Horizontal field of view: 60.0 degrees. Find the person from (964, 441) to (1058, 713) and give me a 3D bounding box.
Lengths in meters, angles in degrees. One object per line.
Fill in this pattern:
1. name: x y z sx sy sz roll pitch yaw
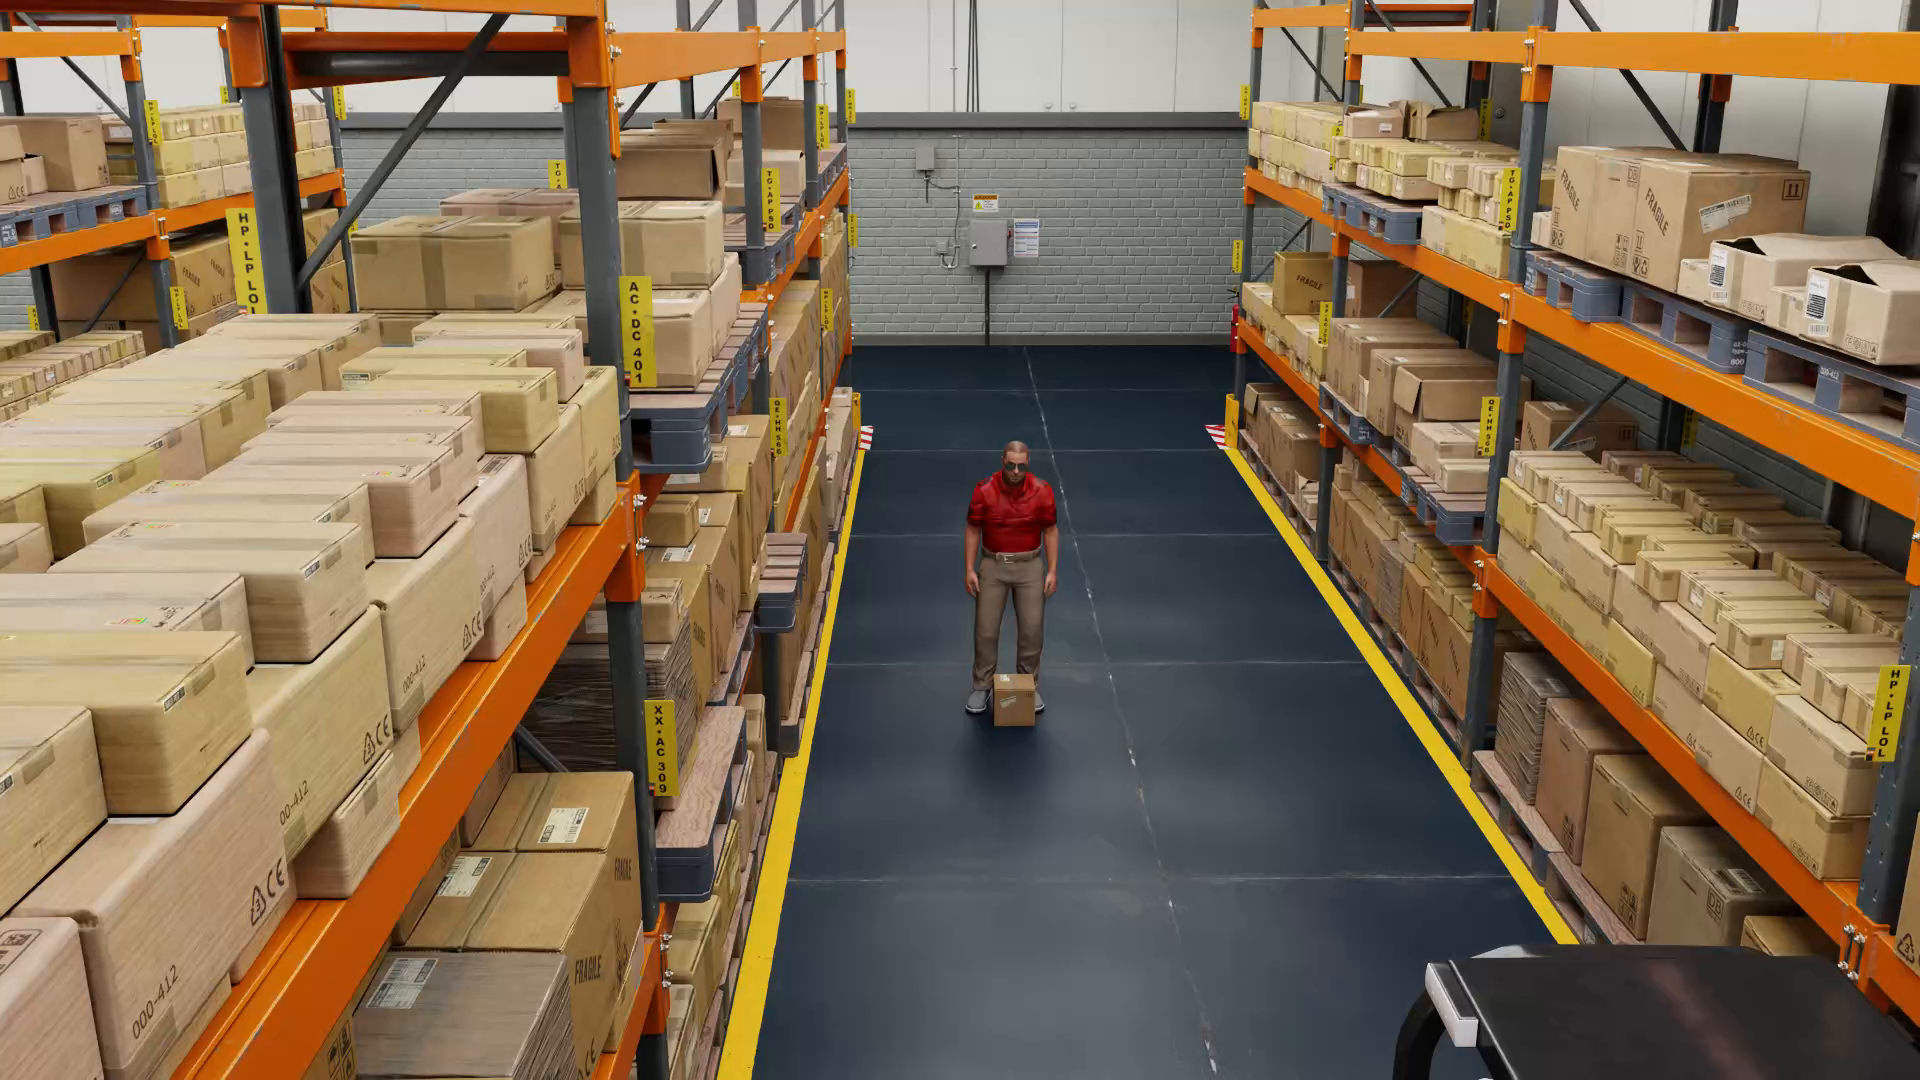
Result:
1. person: 0.319 0.214 10.366 0.586 1.727 0.393 0 17 0
